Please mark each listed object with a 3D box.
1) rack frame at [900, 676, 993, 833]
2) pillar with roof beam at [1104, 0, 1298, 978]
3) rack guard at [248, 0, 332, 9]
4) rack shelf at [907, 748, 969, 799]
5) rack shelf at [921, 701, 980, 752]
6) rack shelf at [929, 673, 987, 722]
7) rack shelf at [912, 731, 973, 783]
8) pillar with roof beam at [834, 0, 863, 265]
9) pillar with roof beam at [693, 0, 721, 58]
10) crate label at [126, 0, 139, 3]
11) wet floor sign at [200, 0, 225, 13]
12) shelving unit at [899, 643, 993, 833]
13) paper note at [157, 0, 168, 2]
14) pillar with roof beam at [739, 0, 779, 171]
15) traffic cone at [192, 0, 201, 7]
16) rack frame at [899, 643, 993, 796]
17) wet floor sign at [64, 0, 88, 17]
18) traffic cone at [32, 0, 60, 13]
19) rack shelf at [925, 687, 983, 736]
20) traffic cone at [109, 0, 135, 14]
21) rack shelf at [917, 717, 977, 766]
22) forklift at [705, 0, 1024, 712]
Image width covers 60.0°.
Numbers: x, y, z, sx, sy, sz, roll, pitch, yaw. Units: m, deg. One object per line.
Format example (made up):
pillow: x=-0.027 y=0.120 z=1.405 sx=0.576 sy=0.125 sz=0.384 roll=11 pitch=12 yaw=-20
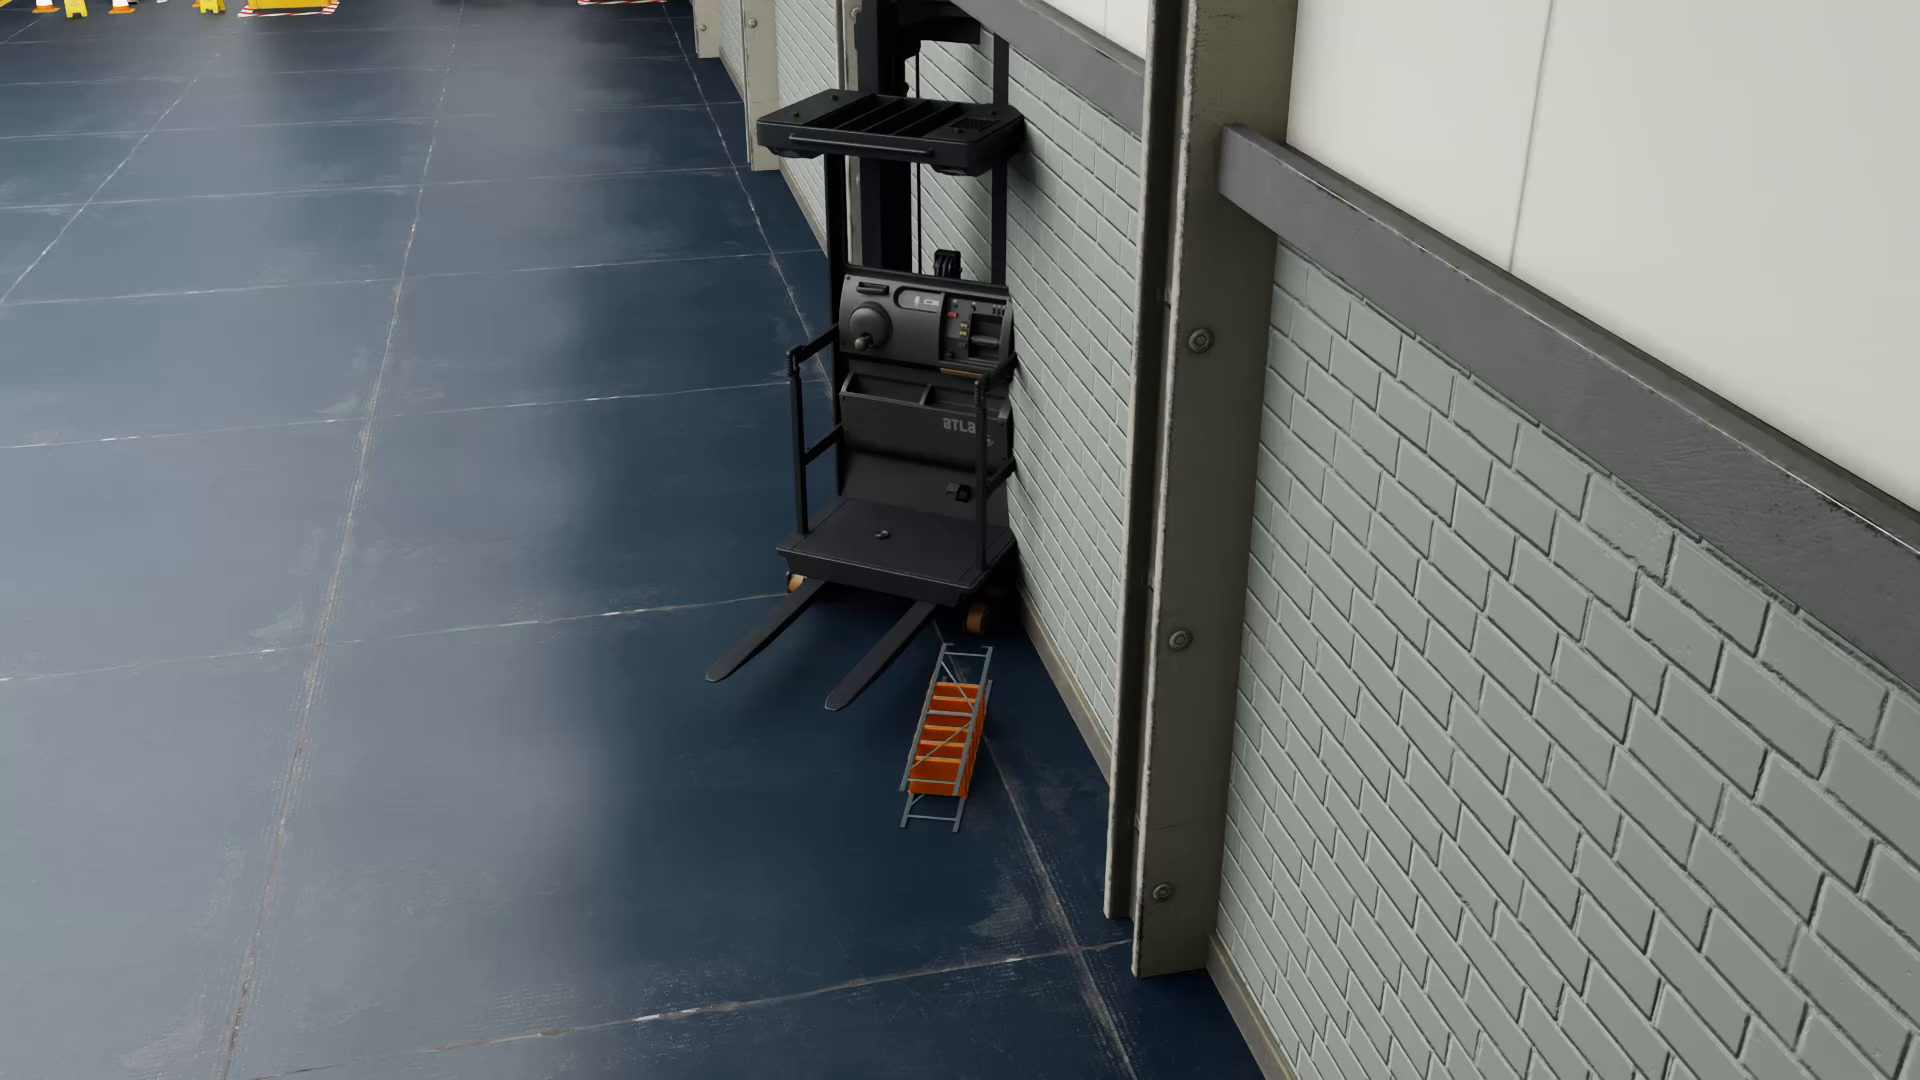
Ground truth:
rack frame: x=-0.046 y=0.929 z=7.397 sx=0.240 sy=0.006 sz=1.200 roll=4 pitch=27 yaw=7
pillar with roof beam: x=-3.446 y=-2.081 z=3.386 sx=9.100 sy=9.000 sz=0.400 roll=-6 pitch=27 yaw=-12
rack guard: x=-10.234 y=-8.391 z=25.319 sx=1.175 sy=0.500 sz=0.348 roll=-6 pitch=27 yaw=-12
rack shelf: x=-0.090 y=0.988 z=7.077 sx=0.258 sy=0.180 sz=0.103 roll=4 pitch=27 yaw=7
rack shelf: x=-0.040 y=0.828 z=7.395 sx=0.258 sy=0.180 sz=0.103 roll=4 pitch=27 yaw=7
rack shelf: x=-0.006 y=0.721 z=7.607 sx=0.258 sy=0.180 sz=0.103 roll=4 pitch=27 yaw=7
rack shelf: x=-0.073 y=0.935 z=7.183 sx=0.258 sy=0.180 sz=0.103 roll=4 pitch=27 yaw=7
pillar with roof beam: x=-4.798 y=-4.715 z=8.605 sx=9.100 sy=9.000 sz=0.400 roll=-6 pitch=27 yaw=-12
pillar with roof beam: x=-7.503 y=-9.983 z=19.042 sx=9.100 sy=9.000 sz=0.400 roll=-6 pitch=27 yaw=-12
crate label: x=-12.813 y=-8.330 z=25.602 sx=0.250 sy=0.136 sz=0.298 roll=-23 pitch=35 yaw=-38
wet floor sign: x=-11.217 y=-8.230 z=24.840 sx=0.267 sy=0.644 sz=0.232 roll=3 pitch=27 yaw=6
shelving unit: x=-0.046 y=0.848 z=7.356 sx=0.258 sy=0.189 sz=1.200 roll=4 pitch=27 yaw=7
paper note: x=-12.369 y=-8.361 z=25.780 sx=0.148 sy=0.019 sz=0.142 roll=-16 pitch=31 yaw=-29
pillar with roof beam: x=-6.151 y=-7.349 z=13.823 sx=9.100 sy=9.000 sz=0.400 roll=-6 pitch=27 yaw=-12
traffic cone: x=-11.571 y=-8.399 z=25.376 sx=0.336 sy=0.463 sz=0.334 roll=-6 pitch=27 yaw=-12
rack frame: x=-0.046 y=0.766 z=7.314 sx=0.240 sy=0.006 sz=1.200 roll=4 pitch=27 yaw=7
wet floor sign: x=-13.081 y=-8.064 z=24.510 sx=0.267 sy=0.644 sz=0.232 roll=-11 pitch=29 yaw=-20
traffic cone: x=-13.753 y=-8.171 z=24.925 sx=0.336 sy=0.463 sz=0.334 roll=-6 pitch=27 yaw=-12
rack shelf: x=-0.023 y=0.774 z=7.501 sx=0.258 sy=0.180 sz=0.103 roll=4 pitch=27 yaw=7
traffic cone: x=-12.576 y=-8.137 z=24.857 sx=0.336 sy=0.463 sz=0.334 roll=-6 pitch=27 yaw=-12
rack shelf: x=-0.056 y=0.881 z=7.289 sx=0.258 sy=0.180 sz=0.103 roll=4 pitch=27 yaw=7
forklift: x=-0.249 y=-1.048 z=8.073 sx=1.130 sy=2.935 sz=3.031 roll=11 pitch=29 yaw=21
